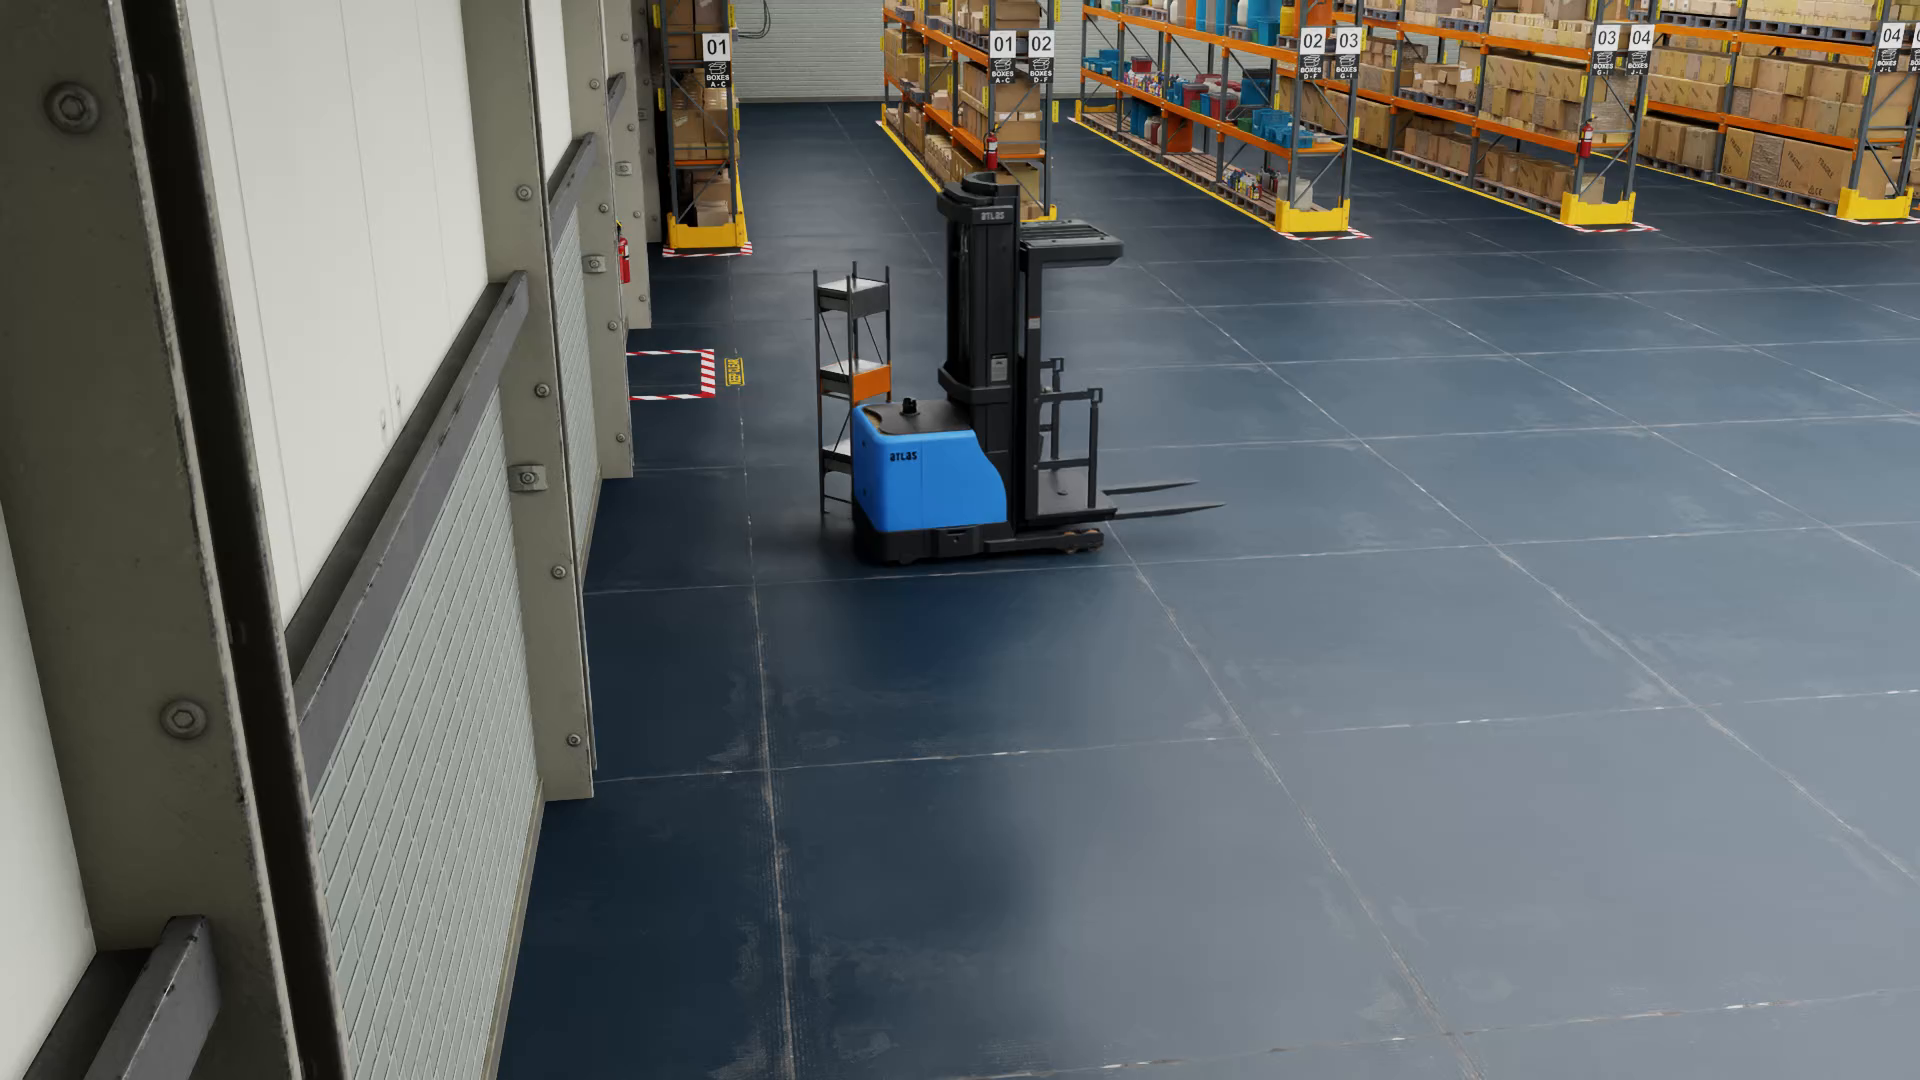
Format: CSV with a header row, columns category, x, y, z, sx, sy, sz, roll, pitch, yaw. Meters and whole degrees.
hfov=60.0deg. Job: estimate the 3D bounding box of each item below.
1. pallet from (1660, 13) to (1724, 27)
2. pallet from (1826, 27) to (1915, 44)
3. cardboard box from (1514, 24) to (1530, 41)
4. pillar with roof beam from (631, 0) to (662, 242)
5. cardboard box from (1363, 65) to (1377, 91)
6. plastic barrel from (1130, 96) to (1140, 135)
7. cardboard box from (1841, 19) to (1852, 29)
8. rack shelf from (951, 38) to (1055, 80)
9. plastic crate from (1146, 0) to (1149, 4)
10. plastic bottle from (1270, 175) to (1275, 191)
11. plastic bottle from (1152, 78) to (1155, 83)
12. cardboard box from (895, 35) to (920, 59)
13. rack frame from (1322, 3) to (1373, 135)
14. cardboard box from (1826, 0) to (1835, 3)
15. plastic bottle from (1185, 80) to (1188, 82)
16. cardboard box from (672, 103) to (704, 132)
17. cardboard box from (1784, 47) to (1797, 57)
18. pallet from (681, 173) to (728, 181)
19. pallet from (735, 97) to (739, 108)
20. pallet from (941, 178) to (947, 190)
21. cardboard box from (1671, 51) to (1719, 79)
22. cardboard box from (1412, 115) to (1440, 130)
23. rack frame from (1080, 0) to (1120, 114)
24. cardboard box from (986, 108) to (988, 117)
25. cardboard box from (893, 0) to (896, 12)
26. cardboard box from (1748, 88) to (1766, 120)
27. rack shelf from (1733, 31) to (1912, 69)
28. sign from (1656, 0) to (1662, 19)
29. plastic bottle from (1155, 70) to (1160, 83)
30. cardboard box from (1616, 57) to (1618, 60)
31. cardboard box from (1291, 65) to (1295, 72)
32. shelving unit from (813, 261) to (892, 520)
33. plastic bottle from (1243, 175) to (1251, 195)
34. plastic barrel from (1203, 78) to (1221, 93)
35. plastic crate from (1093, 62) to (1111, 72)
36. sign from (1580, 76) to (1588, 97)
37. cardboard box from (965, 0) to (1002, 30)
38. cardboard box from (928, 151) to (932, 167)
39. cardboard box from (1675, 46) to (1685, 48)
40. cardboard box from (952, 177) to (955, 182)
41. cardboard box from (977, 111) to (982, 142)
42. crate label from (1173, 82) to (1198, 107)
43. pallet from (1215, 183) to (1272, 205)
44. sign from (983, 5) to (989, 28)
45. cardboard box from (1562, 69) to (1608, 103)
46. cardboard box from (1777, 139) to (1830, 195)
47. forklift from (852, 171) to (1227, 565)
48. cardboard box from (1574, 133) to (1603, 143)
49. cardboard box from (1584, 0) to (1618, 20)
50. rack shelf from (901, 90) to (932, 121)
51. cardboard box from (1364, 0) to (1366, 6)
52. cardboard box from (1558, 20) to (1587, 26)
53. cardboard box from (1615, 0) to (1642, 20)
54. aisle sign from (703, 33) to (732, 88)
category,x,y,z,sx,sy,sz,roll,pitch,yaw
pallet,14.824,-10.441,33.367,1.003,0.211,1.213,-2,21,-5
pallet,15.551,-8.582,28.246,1.003,0.211,1.213,-3,21,-8
cardboard box,10.122,-8.942,29.299,0.500,0.250,0.500,-4,21,-10
pillar with roof beam,-0.656,-9.223,25.550,9.100,9.000,0.400,-3,21,-8
cardboard box,9.132,-10.074,36.259,0.500,0.500,0.500,-4,21,-10
plastic barrel,4.176,-9.676,37.735,0.600,0.901,0.708,-3,21,-8
cardboard box,15.211,-8.767,28.231,0.380,0.149,0.250,-3,21,-7
rack shelf,0.654,-8.009,27.614,1.077,0.370,4.000,-3,21,-8
plastic crate,4.206,-12.440,38.635,0.497,0.269,0.590,-3,21,-8
plastic bottle,5.622,-6.415,29.857,0.061,0.283,0.133,-3,21,-8
plastic bottle,4.162,-9.798,35.828,0.061,0.283,0.133,-3,21,-8
cardboard box,-1.194,-11.258,37.999,0.500,0.500,0.500,-3,21,-9
rack frame,9.015,-10.901,38.617,1.000,3.000,0.127,-3,21,-8
cardboard box,15.138,-9.317,28.565,0.380,0.149,0.250,-3,21,-8
plastic bottle,4.839,-9.700,35.585,0.097,0.271,0.097,0,20,0
cardboard box,-4.301,-6.615,26.254,0.500,0.500,0.500,-3,21,-7
cardboard box,18.918,-11.047,37.434,0.500,0.500,0.500,-3,21,-8
pallet,-4.829,-6.769,31.537,1.003,0.211,1.213,-3,21,-8
pallet,-4.905,-8.436,32.290,1.213,0.211,1.003,-3,21,-8
pallet,0.220,-6.580,31.032,1.003,0.211,1.213,-3,21,-8
cardboard box,14.794,-9.562,33.457,0.700,0.500,0.500,-3,21,-8
cardboard box,9.718,-8.673,34.521,0.500,0.250,0.500,-2,21,-6
rack frame,3.538,-12.037,41.656,1.000,3.000,0.127,-3,21,-8
cardboard box,0.622,-6.901,26.836,0.380,0.149,0.250,-3,21,-9
cardboard box,-1.263,-12.239,38.126,0.500,0.250,0.500,-3,21,-8
cardboard box,15.258,-8.101,30.904,0.875,0.550,0.550,-3,21,-8
rack shelf,15.380,-8.723,29.524,1.077,0.370,4.000,-3,21,-8
sign,11.282,-8.589,26.888,0.100,0.325,0.005,-3,21,-8
plastic bottle,4.428,-10.320,37.129,0.144,0.351,0.185,-3,21,-8
cardboard box,14.530,-10.529,36.528,0.380,0.149,0.250,-4,21,-10
cardboard box,8.351,-11.584,40.804,0.380,0.149,0.250,-3,21,-8
shelving unit,-0.895,-1.262,14.093,0.431,2.100,0.503,15,25,35
plastic bottle,5.088,-6.270,29.373,0.144,0.351,0.185,-2,21,-6
plastic barrel,5.050,-8.974,33.296,0.421,0.512,0.421,0,20,0
plastic crate,3.437,-11.428,40.181,0.416,0.233,0.300,-3,21,-8
sign,10.193,-7.416,27.179,0.100,0.325,0.005,-3,21,-8
cardboard box,0.478,-8.773,27.682,0.797,0.503,0.637,-1,20,-2
cardboard box,-0.353,-7.557,32.991,0.500,0.250,0.500,-3,21,-9
cardboard box,18.275,-12.129,41.761,0.500,0.500,0.500,-2,21,-6
cardboard box,0.132,-6.366,29.803,0.500,0.250,0.500,-3,21,-8
cardboard box,0.661,-6.993,28.010,0.700,0.500,0.500,-2,21,-6
crate label,4.566,-8.926,33.276,0.502,0.435,0.616,-3,21,-8
pallet,5.323,-6.341,30.392,1.003,0.211,1.213,-3,21,-8
sign,0.403,-8.009,25.432,0.100,0.325,0.005,-3,21,-8
cardboard box,10.421,-7.579,27.725,0.500,0.500,0.500,-3,21,-8
cardboard box,15.376,-6.699,29.802,0.875,0.875,0.875,-3,21,-9
forklift,0.679,-1.442,13.389,3.031,2.935,1.130,-5,21,-14
cardboard box,10.500,-6.717,27.773,0.380,0.149,0.250,-3,21,-8
cardboard box,10.798,-9.100,28.224,0.500,0.500,0.500,-3,21,-8
rack shelf,-0.500,-9.374,35.555,1.077,0.370,4.000,-3,21,-8
cardboard box,9.082,-11.863,36.662,0.380,0.149,0.250,-4,21,-10
cardboard box,10.355,-8.712,28.111,0.380,0.149,0.250,-3,21,-7
cardboard box,14.181,-11.369,35.438,0.500,0.500,0.500,-3,21,-8
aisle sign,-3.652,-7.205,25.005,0.394,0.787,0.004,-3,21,-8
